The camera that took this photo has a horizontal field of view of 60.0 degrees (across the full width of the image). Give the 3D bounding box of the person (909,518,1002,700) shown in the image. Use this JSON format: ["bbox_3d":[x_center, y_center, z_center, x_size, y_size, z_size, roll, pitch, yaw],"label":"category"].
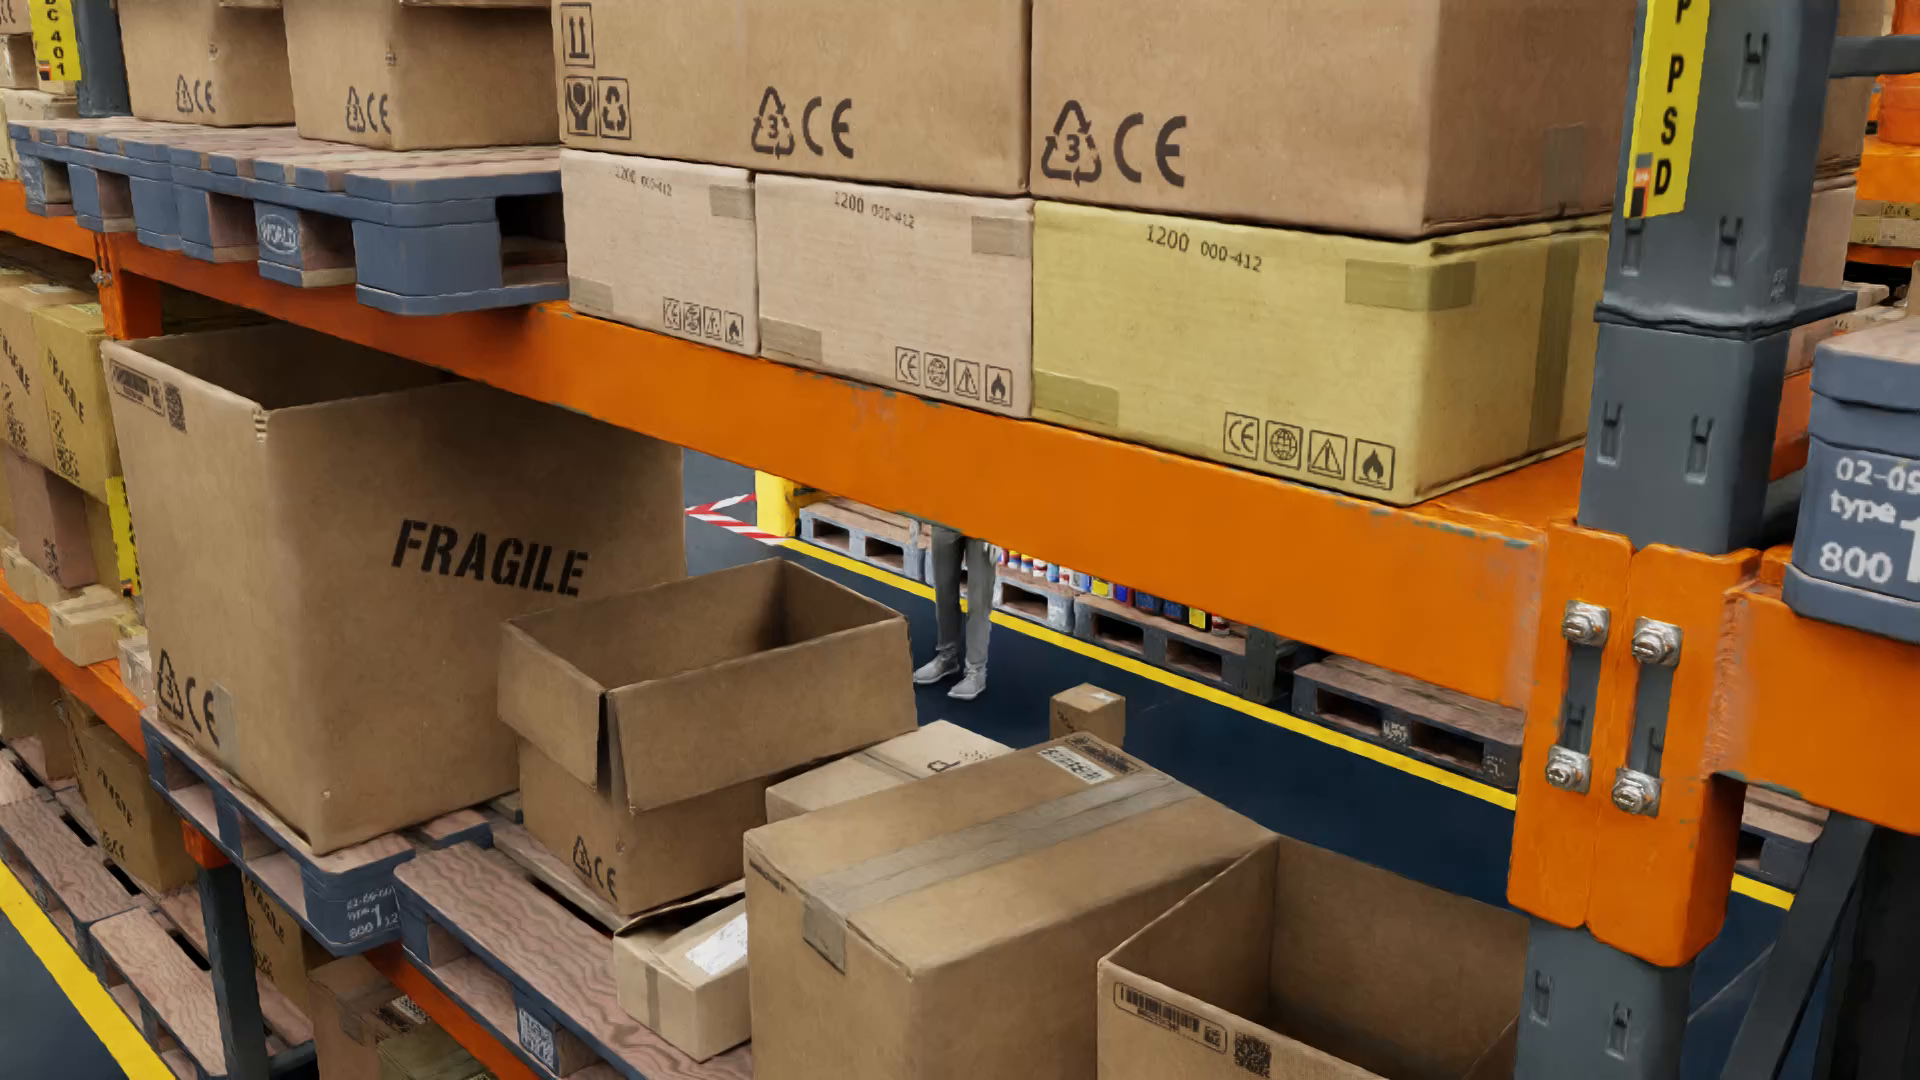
[{"bbox_3d":[-0.038,-0.055,8.126,0.545,1.685,0.474,7,19,22],"label":"person"}]
